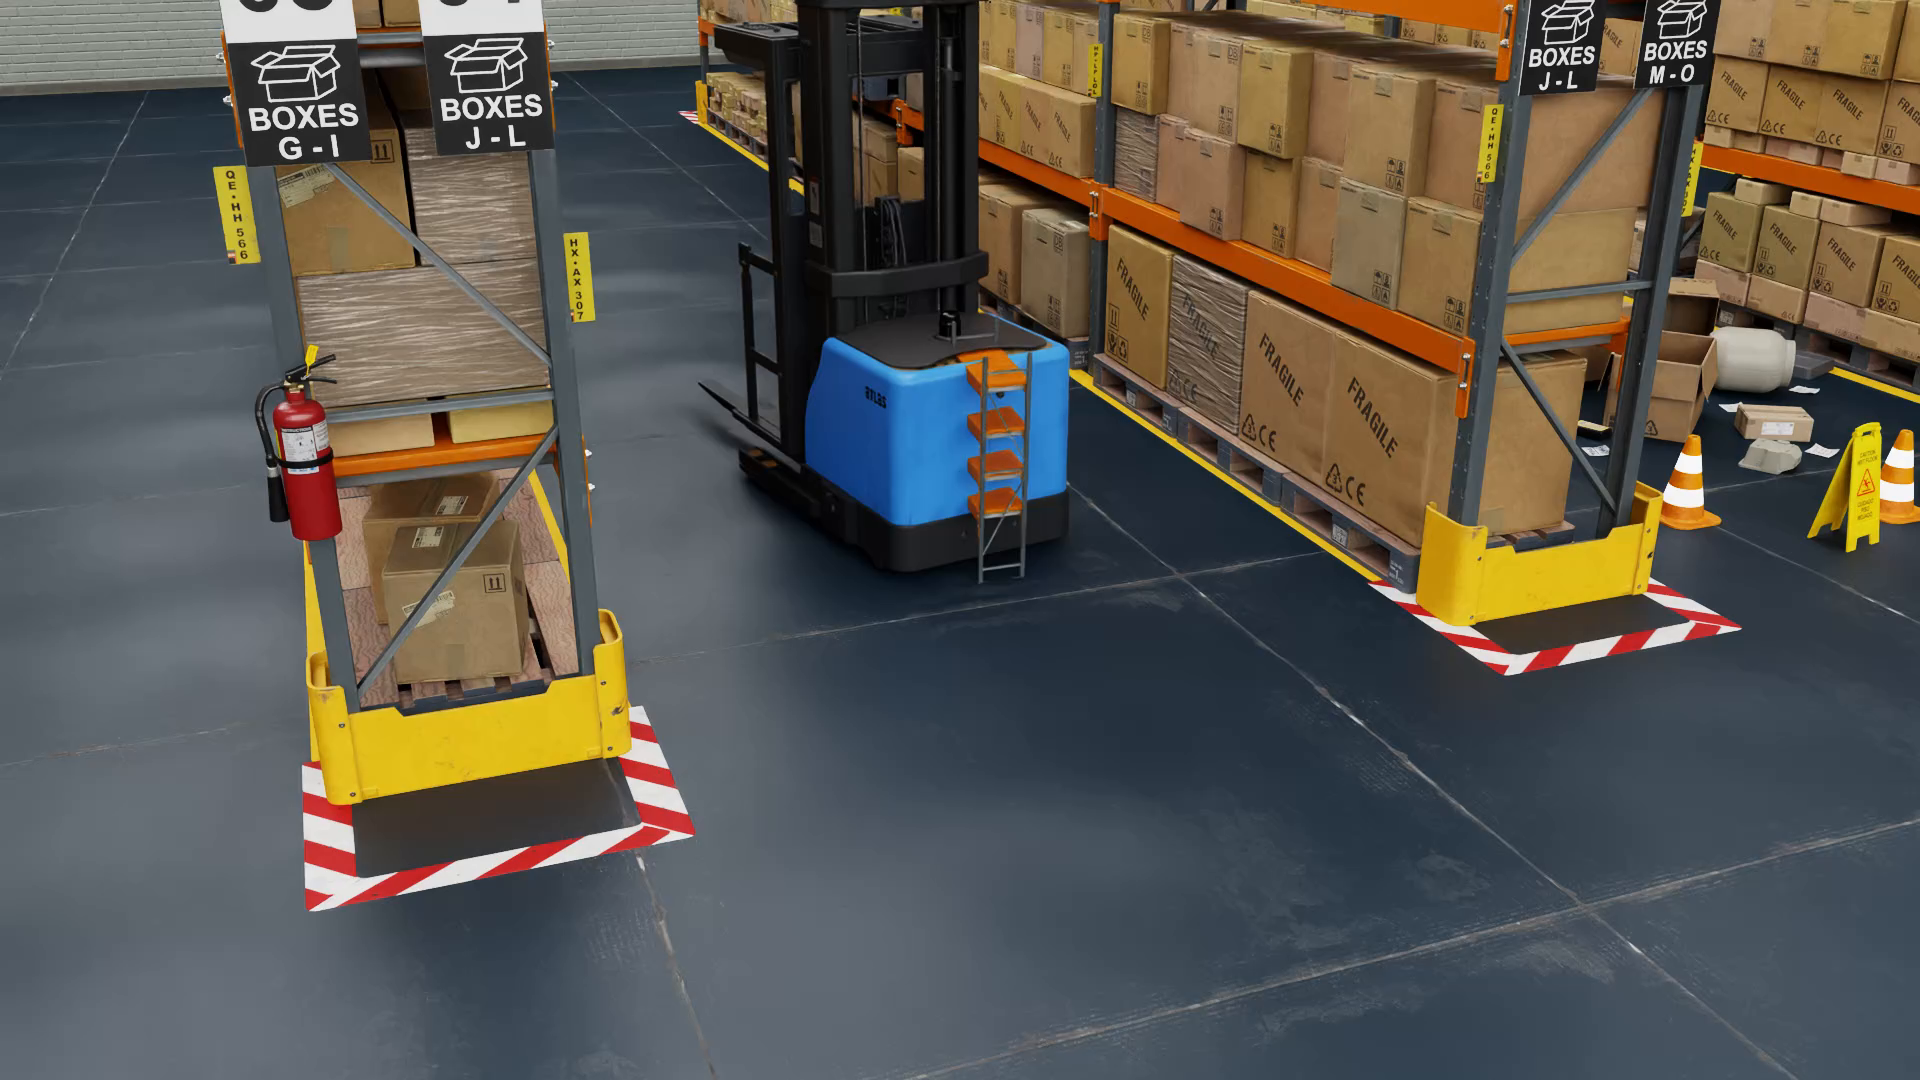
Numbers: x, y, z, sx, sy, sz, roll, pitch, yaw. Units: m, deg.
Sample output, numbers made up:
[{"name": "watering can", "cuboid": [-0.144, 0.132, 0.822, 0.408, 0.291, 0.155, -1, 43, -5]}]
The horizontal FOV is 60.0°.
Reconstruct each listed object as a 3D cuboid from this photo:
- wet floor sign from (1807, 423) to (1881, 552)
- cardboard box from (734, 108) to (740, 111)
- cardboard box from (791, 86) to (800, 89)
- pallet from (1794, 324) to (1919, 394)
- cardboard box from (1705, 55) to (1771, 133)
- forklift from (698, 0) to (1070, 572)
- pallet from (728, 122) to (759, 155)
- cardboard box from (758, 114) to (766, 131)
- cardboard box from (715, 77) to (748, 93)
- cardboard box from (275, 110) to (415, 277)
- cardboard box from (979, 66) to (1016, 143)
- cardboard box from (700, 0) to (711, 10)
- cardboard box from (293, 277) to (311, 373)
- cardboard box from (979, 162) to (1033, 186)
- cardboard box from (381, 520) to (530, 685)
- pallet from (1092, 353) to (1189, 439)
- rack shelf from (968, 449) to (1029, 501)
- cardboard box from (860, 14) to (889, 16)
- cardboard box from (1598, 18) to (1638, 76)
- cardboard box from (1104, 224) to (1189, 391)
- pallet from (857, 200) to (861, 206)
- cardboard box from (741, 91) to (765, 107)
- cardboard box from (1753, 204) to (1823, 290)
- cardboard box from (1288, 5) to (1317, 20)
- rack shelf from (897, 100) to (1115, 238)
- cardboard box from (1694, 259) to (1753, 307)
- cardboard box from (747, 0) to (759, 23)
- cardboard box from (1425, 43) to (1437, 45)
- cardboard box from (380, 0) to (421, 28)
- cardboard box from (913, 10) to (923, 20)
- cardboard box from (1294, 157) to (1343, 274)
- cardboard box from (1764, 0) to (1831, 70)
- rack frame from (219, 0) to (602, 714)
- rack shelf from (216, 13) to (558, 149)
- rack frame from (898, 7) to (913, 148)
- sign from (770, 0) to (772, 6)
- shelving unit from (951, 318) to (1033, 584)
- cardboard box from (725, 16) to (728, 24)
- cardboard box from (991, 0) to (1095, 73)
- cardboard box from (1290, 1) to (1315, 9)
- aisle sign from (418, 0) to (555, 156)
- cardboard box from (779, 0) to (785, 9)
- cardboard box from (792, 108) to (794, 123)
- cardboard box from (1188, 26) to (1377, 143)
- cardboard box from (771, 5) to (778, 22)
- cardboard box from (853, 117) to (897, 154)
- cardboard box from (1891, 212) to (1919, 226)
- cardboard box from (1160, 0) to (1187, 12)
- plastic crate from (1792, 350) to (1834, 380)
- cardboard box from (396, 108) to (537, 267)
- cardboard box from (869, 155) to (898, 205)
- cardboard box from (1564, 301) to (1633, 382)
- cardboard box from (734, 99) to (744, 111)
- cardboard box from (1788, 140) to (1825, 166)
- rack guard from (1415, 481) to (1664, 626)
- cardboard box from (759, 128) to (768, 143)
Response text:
[{"name": "wet floor sign", "cuboid": [4.644, -0.297, 8.624, 0.267, 0.644, 0.232, -13, 26, -28]}, {"name": "cardboard box", "cuboid": [-2.555, -5.219, 20.401, 0.380, 0.149, 0.250, -8, 24, -19]}, {"name": "cardboard box", "cuboid": [-1.914, -5.360, 19.969, 0.380, 0.149, 0.250, -8, 24, -19]}, {"name": "pallet", "cuboid": [6.669, -1.322, 11.615, 1.003, 0.211, 1.213, -8, 24, -19]}, {"name": "cardboard box", "cuboid": [5.858, -3.275, 12.147, 0.500, 0.500, 0.500, -8, 24, -19]}, {"name": "forklift", "cuboid": [-0.615, -1.721, 9.060, 1.130, 2.935, 3.031, -13, 26, -28]}, {"name": "pallet", "cuboid": [-2.163, -4.879, 20.055, 1.003, 0.211, 1.213, -8, 24, -19]}, {"name": "cardboard box", "cuboid": [-2.085, -4.760, 18.929, 0.380, 0.149, 0.250, -9, 25, -21]}, {"name": "cardboard box", "cuboid": [-2.824, -5.659, 20.678, 0.380, 0.149, 0.250, -8, 24, -19]}, {"name": "cardboard box", "cuboid": [-2.320, -1.287, 6.142, 0.500, 0.500, 0.500, -8, 24, -19]}, {"name": "cardboard box", "cuboid": [0.395, -3.325, 12.647, 0.500, 0.500, 0.500, -9, 24, -20]}, {"name": "cardboard box", "cuboid": [-2.971, -6.917, 20.787, 0.500, 0.500, 0.500, -7, 24, -16]}, {"name": "cardboard box", "cuboid": [-2.352, -1.029, 6.818, 0.875, 0.500, 0.500, -8, 24, -19]}, {"name": "cardboard box", "cuboid": [0.398, -2.634, 13.493, 1.050, 0.750, 0.750, -8, 24, -18]}, {"name": "cardboard box", "cuboid": [-2.099, 0.252, 6.968, 0.500, 0.500, 0.500, -4, 23, -9]}, {"name": "pallet", "cuboid": [1.564, -1.002, 10.856, 1.003, 0.211, 1.213, -8, 24, -19]}, {"name": "rack shelf", "cuboid": [0.138, -0.375, 8.236, 0.258, 0.148, 0.480, -7, 28, -16]}, {"name": "cardboard box", "cuboid": [-0.733, -4.586, 14.786, 0.380, 0.149, 0.250, -9, 24, -20]}, {"name": "cardboard box", "cuboid": [5.409, -3.983, 13.286, 0.500, 0.500, 0.500, -8, 24, -19]}, {"name": "cardboard box", "cuboid": [1.525, -1.551, 10.762, 0.875, 0.875, 0.875, -8, 24, -18]}, {"name": "pallet", "cuboid": [-0.319, -3.027, 15.660, 1.003, 0.211, 1.213, -8, 24, -19]}, {"name": "cardboard box", "cuboid": [-2.356, -5.192, 19.571, 0.380, 0.149, 0.250, -9, 25, -21]}, {"name": "cardboard box", "cuboid": [6.120, -2.118, 11.947, 0.500, 0.500, 0.500, -7, 24, -17]}, {"name": "cardboard box", "cuboid": [3.757, -5.415, 17.285, 0.500, 0.250, 0.500, -9, 24, -20]}, {"name": "rack shelf", "cuboid": [0.662, -2.970, 12.860, 1.077, 0.370, 4.000, -8, 24, -19]}, {"name": "cardboard box", "cuboid": [5.920, -1.965, 12.550, 0.500, 0.250, 0.500, -10, 25, -21]}, {"name": "cardboard box", "cuboid": [-2.075, -5.990, 18.588, 0.500, 0.500, 0.500, -9, 24, -20]}, {"name": "cardboard box", "cuboid": [4.560, -4.570, 15.515, 0.380, 0.149, 0.250, -10, 25, -22]}, {"name": "cardboard box", "cuboid": [-1.823, -2.001, 5.966, 0.500, 0.250, 0.500, -8, 24, -17]}, {"name": "cardboard box", "cuboid": [-0.206, -4.761, 15.201, 0.380, 0.149, 0.250, -8, 24, -19]}, {"name": "cardboard box", "cuboid": [2.313, -1.736, 8.814, 0.875, 0.550, 0.550, -8, 24, -19]}, {"name": "cardboard box", "cuboid": [6.076, -3.556, 11.526, 0.700, 0.500, 0.500, -8, 24, -19]}, {"name": "rack frame", "cuboid": [-1.894, -0.477, 6.020, 1.000, 3.000, 0.127, -8, 24, -19]}, {"name": "rack shelf", "cuboid": [-2.601, -2.255, 7.301, 1.077, 0.370, 4.000, -8, 24, -19]}, {"name": "rack frame", "cuboid": [-0.045, -4.028, 14.444, 1.000, 3.000, 0.127, -8, 24, -19]}, {"name": "sign", "cuboid": [-1.963, -5.803, 17.541, 0.100, 0.325, 0.005, -8, 24, -19]}, {"name": "shelving unit", "cuboid": [0.139, -0.435, 8.205, 0.258, 1.200, 0.503, -7, 28, -16]}, {"name": "cardboard box", "cuboid": [-2.669, -6.389, 20.369, 0.380, 0.149, 0.250, -7, 24, -17]}, {"name": "cardboard box", "cuboid": [0.649, -3.815, 12.523, 0.700, 0.500, 0.500, -9, 24, -20]}, {"name": "cardboard box", "cuboid": [3.765, -5.769, 17.160, 0.500, 0.500, 0.500, -8, 24, -19]}, {"name": "aisle sign", "cuboid": [-1.592, -1.694, 5.559, 0.394, 0.787, 0.004, -8, 24, -19]}, {"name": "cardboard box", "cuboid": [-1.644, -5.526, 17.016, 0.380, 0.149, 0.250, -8, 24, -18]}, {"name": "cardboard box", "cuboid": [-1.827, -4.729, 18.471, 0.380, 0.149, 0.250, -8, 24, -17]}, {"name": "cardboard box", "cuboid": [1.832, -2.603, 9.481, 0.875, 0.550, 0.550, -8, 24, -19]}, {"name": "cardboard box", "cuboid": [-1.749, -5.490, 17.313, 0.380, 0.149, 0.250, -8, 24, -18]}, {"name": "cardboard box", "cuboid": [-0.720, -3.809, 15.638, 0.500, 0.250, 0.500, -8, 24, -18]}, {"name": "cardboard box", "cuboid": [6.786, -2.014, 11.701, 0.500, 0.500, 0.500, -7, 24, -16]}, {"name": "cardboard box", "cuboid": [2.735, -6.377, 19.888, 0.500, 0.500, 0.500, -8, 24, -19]}, {"name": "plastic crate", "cuboid": [5.751, -1.262, 11.641, 0.402, 0.080, 0.583, -18, 29, -37]}, {"name": "cardboard box", "cuboid": [-1.834, -1.358, 6.311, 0.500, 0.500, 0.500, -8, 24, -19]}, {"name": "cardboard box", "cuboid": [-0.522, -3.273, 15.330, 0.500, 0.500, 0.500, -8, 24, -19]}, {"name": "cardboard box", "cuboid": [4.050, -1.379, 11.198, 0.797, 0.637, 0.503, -8, 24, -19]}, {"name": "cardboard box", "cuboid": [-2.541, -5.350, 20.329, 0.380, 0.149, 0.250, -10, 25, -22]}, {"name": "cardboard box", "cuboid": [6.090, -2.744, 11.723, 0.380, 0.149, 0.250, -8, 24, -17]}, {"name": "rack guard", "cuboid": [2.790, 0.040, 8.012, 1.175, 0.500, 0.348, -8, 24, -19]}, {"name": "cardboard box", "cuboid": [-2.082, -4.650, 19.050, 0.380, 0.149, 0.250, -9, 25, -21]}]
